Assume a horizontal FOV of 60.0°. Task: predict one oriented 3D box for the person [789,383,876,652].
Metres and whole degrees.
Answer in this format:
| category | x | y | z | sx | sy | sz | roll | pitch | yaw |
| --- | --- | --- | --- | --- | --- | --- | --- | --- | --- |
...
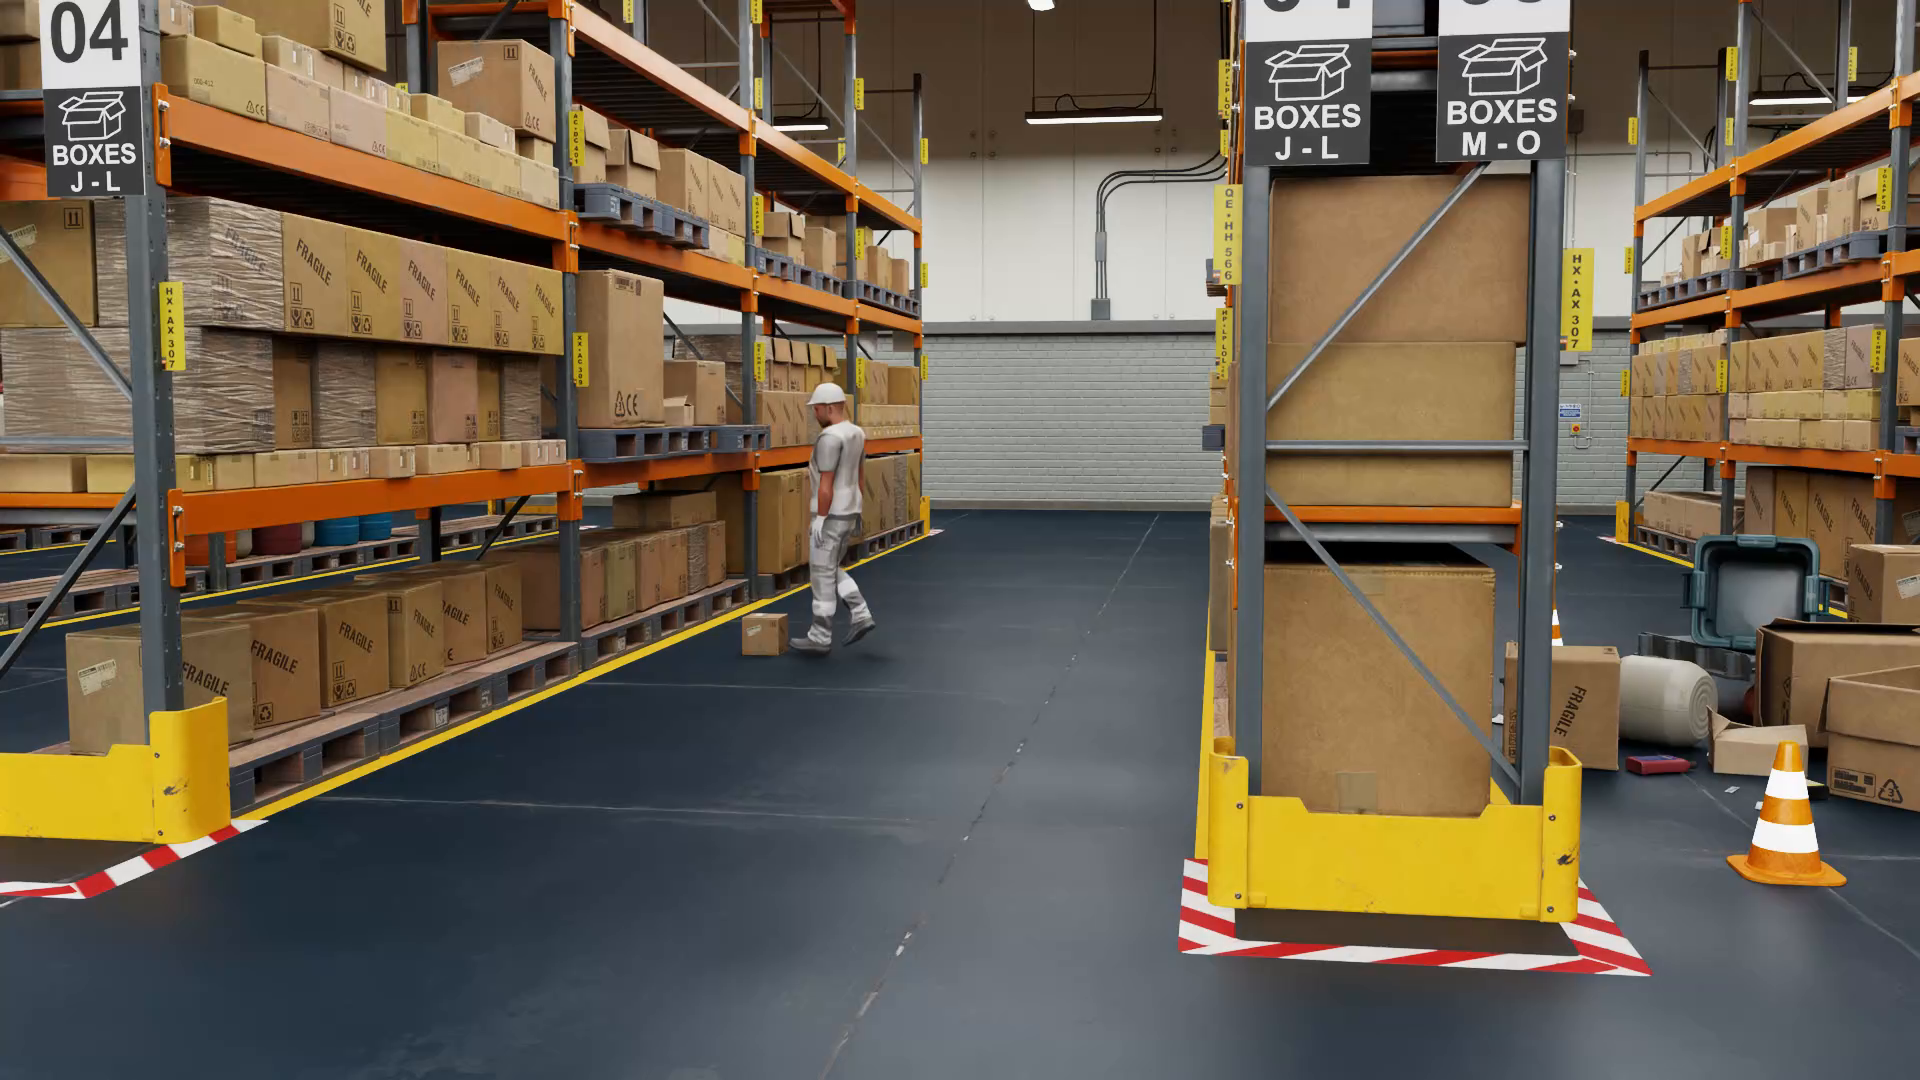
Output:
| category | x | y | z | sx | sy | sz | roll | pitch | yaw |
| --- | --- | --- | --- | --- | --- | --- | --- | --- | --- |
| person | -0.883 | -0.146 | 11.068 | 0.554 | 1.785 | 0.577 | 2 | 5 | 21 |
